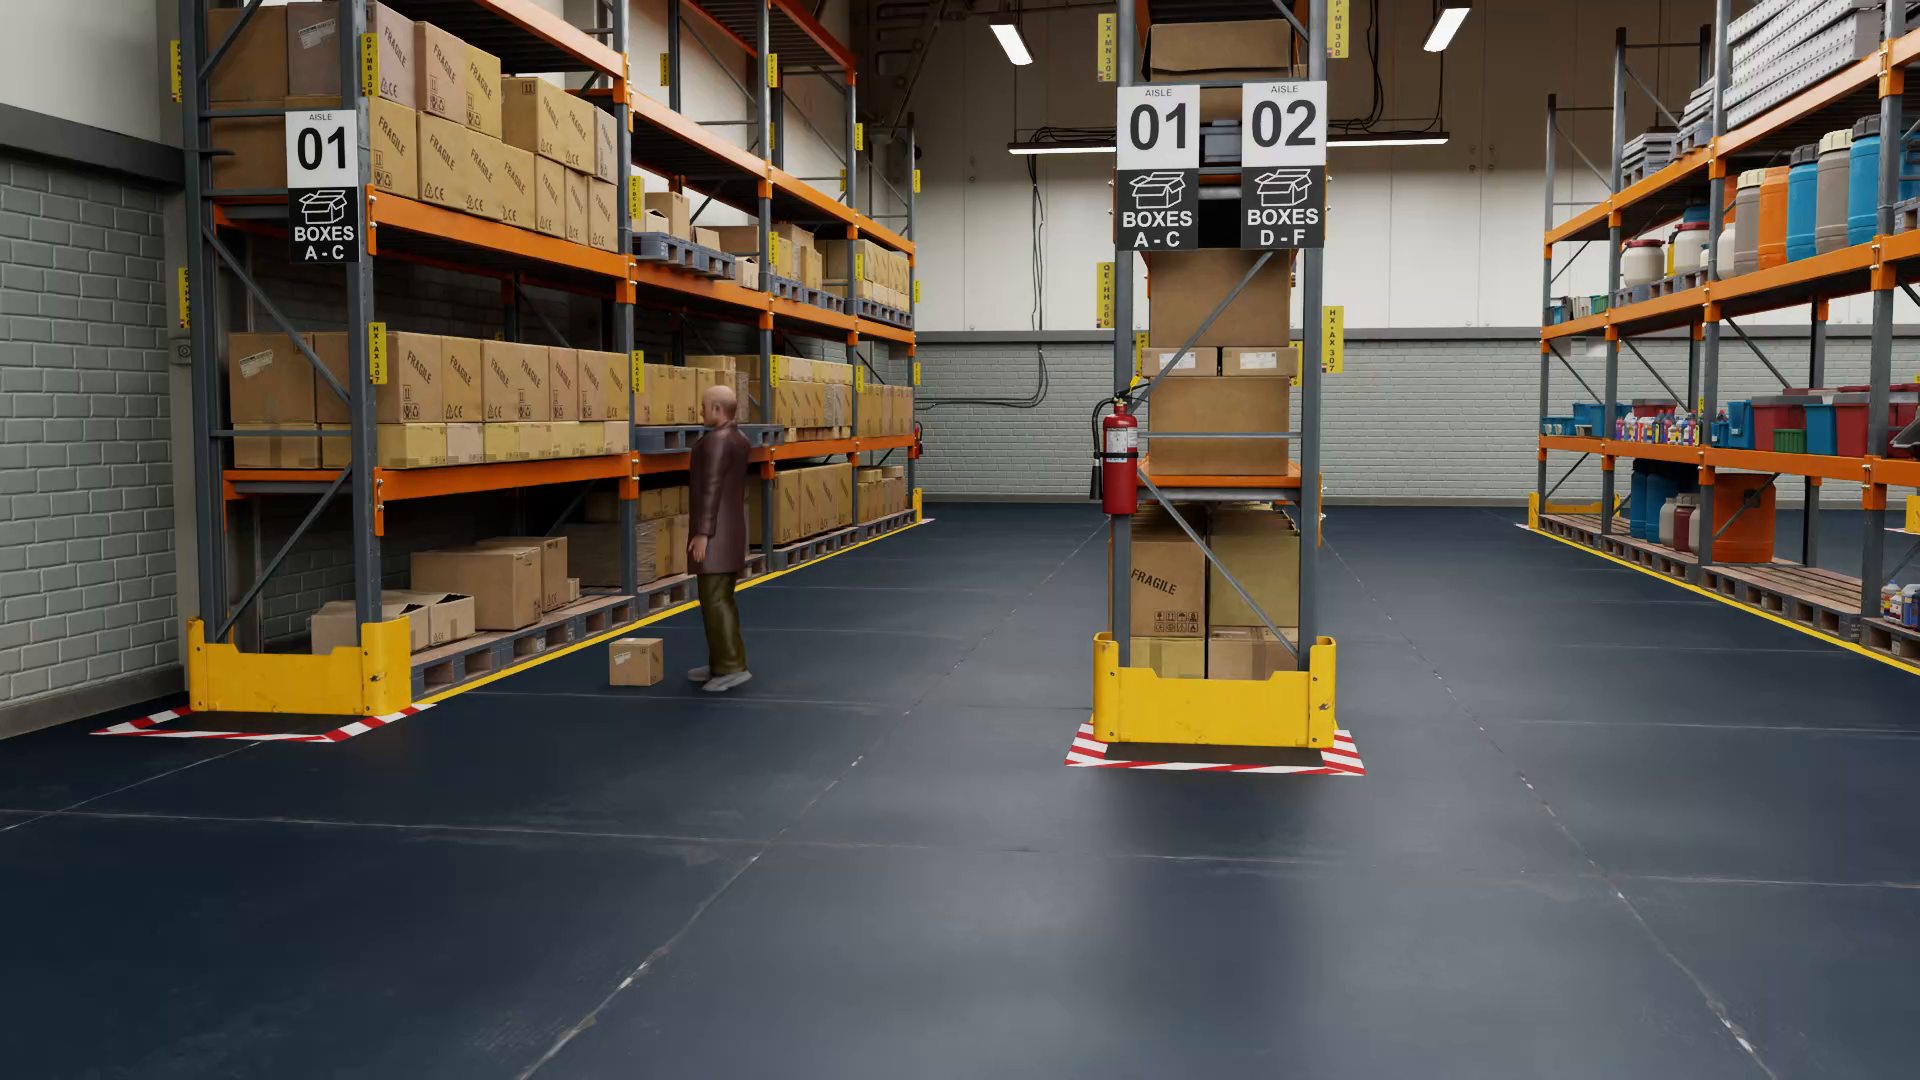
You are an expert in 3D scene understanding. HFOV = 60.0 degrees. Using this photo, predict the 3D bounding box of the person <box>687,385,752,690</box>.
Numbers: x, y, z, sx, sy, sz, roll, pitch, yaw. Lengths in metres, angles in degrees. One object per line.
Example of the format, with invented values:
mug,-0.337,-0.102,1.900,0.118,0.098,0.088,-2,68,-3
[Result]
person,-1.446,0.010,9.863,0.489,1.850,0.577,1,4,10
